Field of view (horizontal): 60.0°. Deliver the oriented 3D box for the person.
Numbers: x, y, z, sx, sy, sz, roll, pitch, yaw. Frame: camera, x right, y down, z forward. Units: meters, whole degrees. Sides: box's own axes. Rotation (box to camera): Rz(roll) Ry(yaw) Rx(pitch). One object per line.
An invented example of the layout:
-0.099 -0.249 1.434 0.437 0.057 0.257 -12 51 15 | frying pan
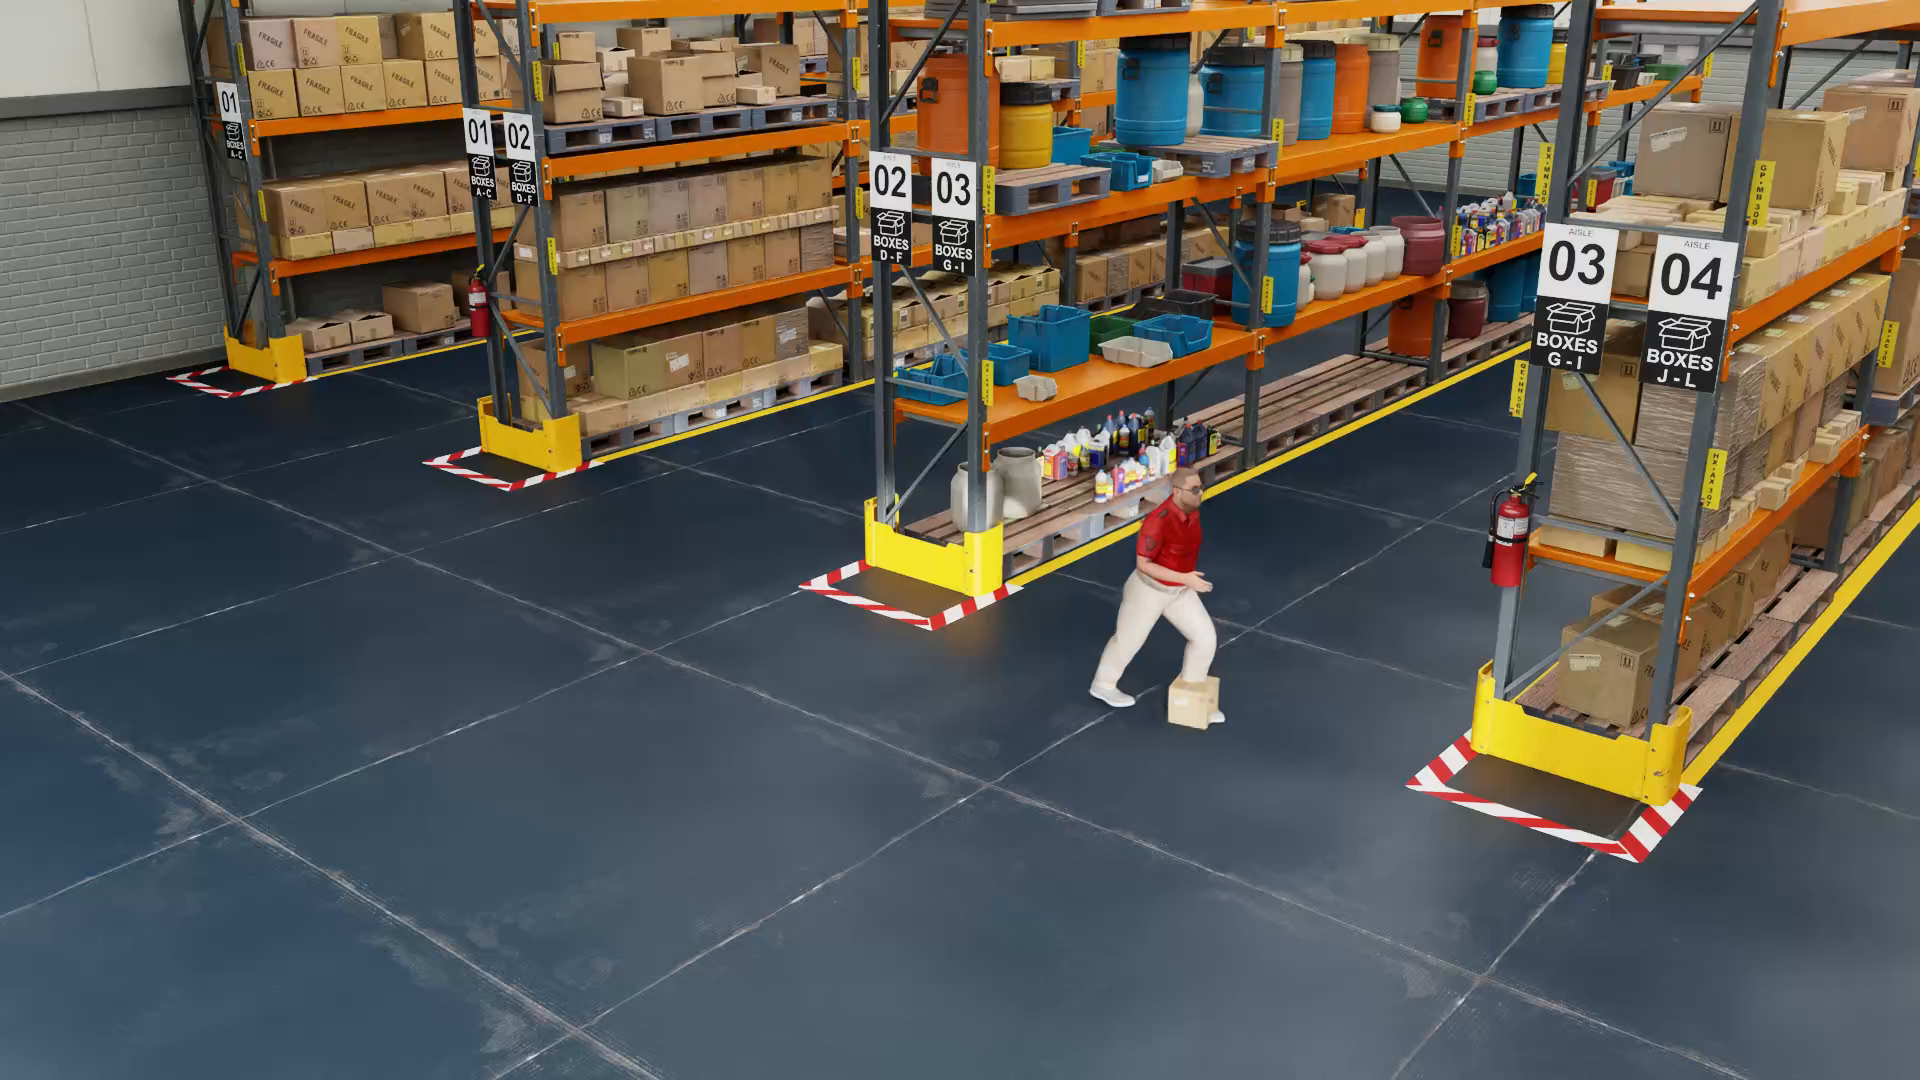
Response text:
1.264 0.315 10.318 0.678 1.649 0.921 -19 27 -41 | person
